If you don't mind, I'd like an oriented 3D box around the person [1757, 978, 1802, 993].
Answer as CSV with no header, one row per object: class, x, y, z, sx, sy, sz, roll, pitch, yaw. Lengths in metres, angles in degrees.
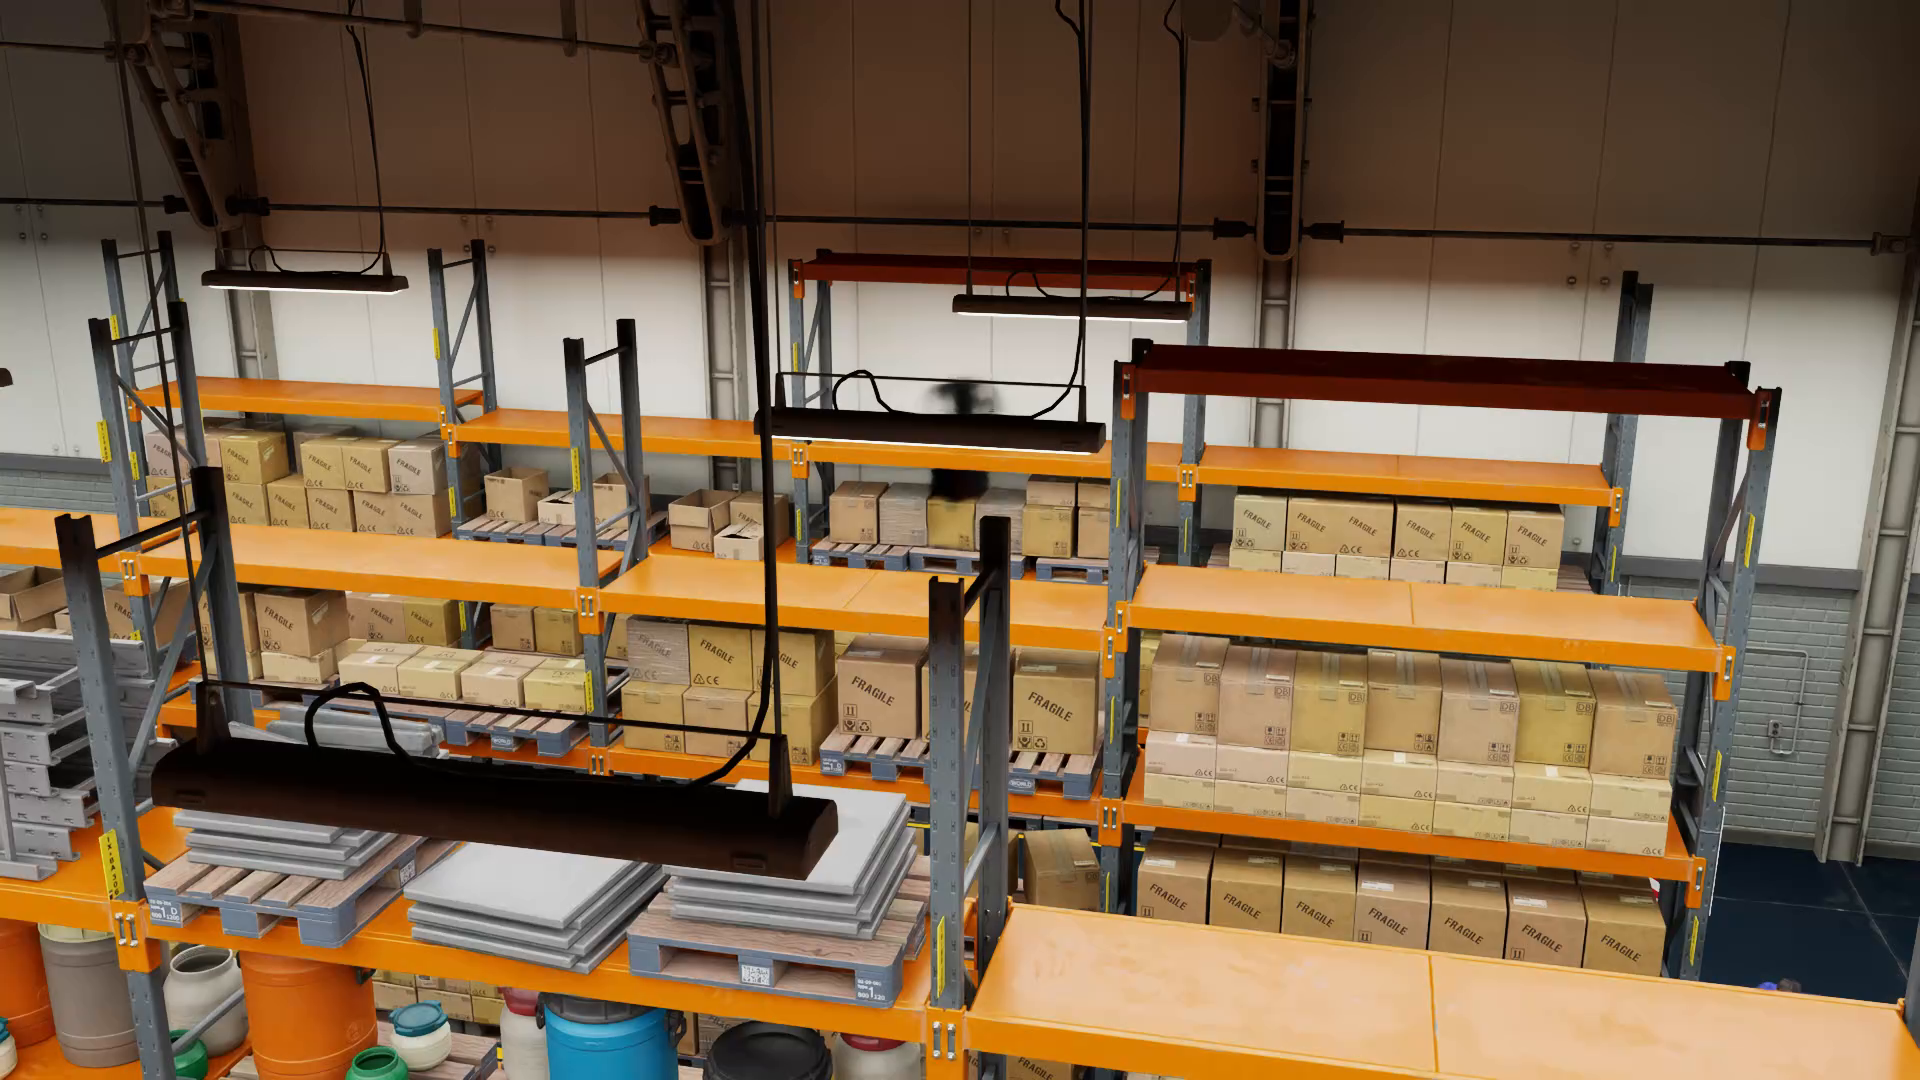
person,6.330,3.826,12.714,0.558,1.464,1.044,11,20,34
